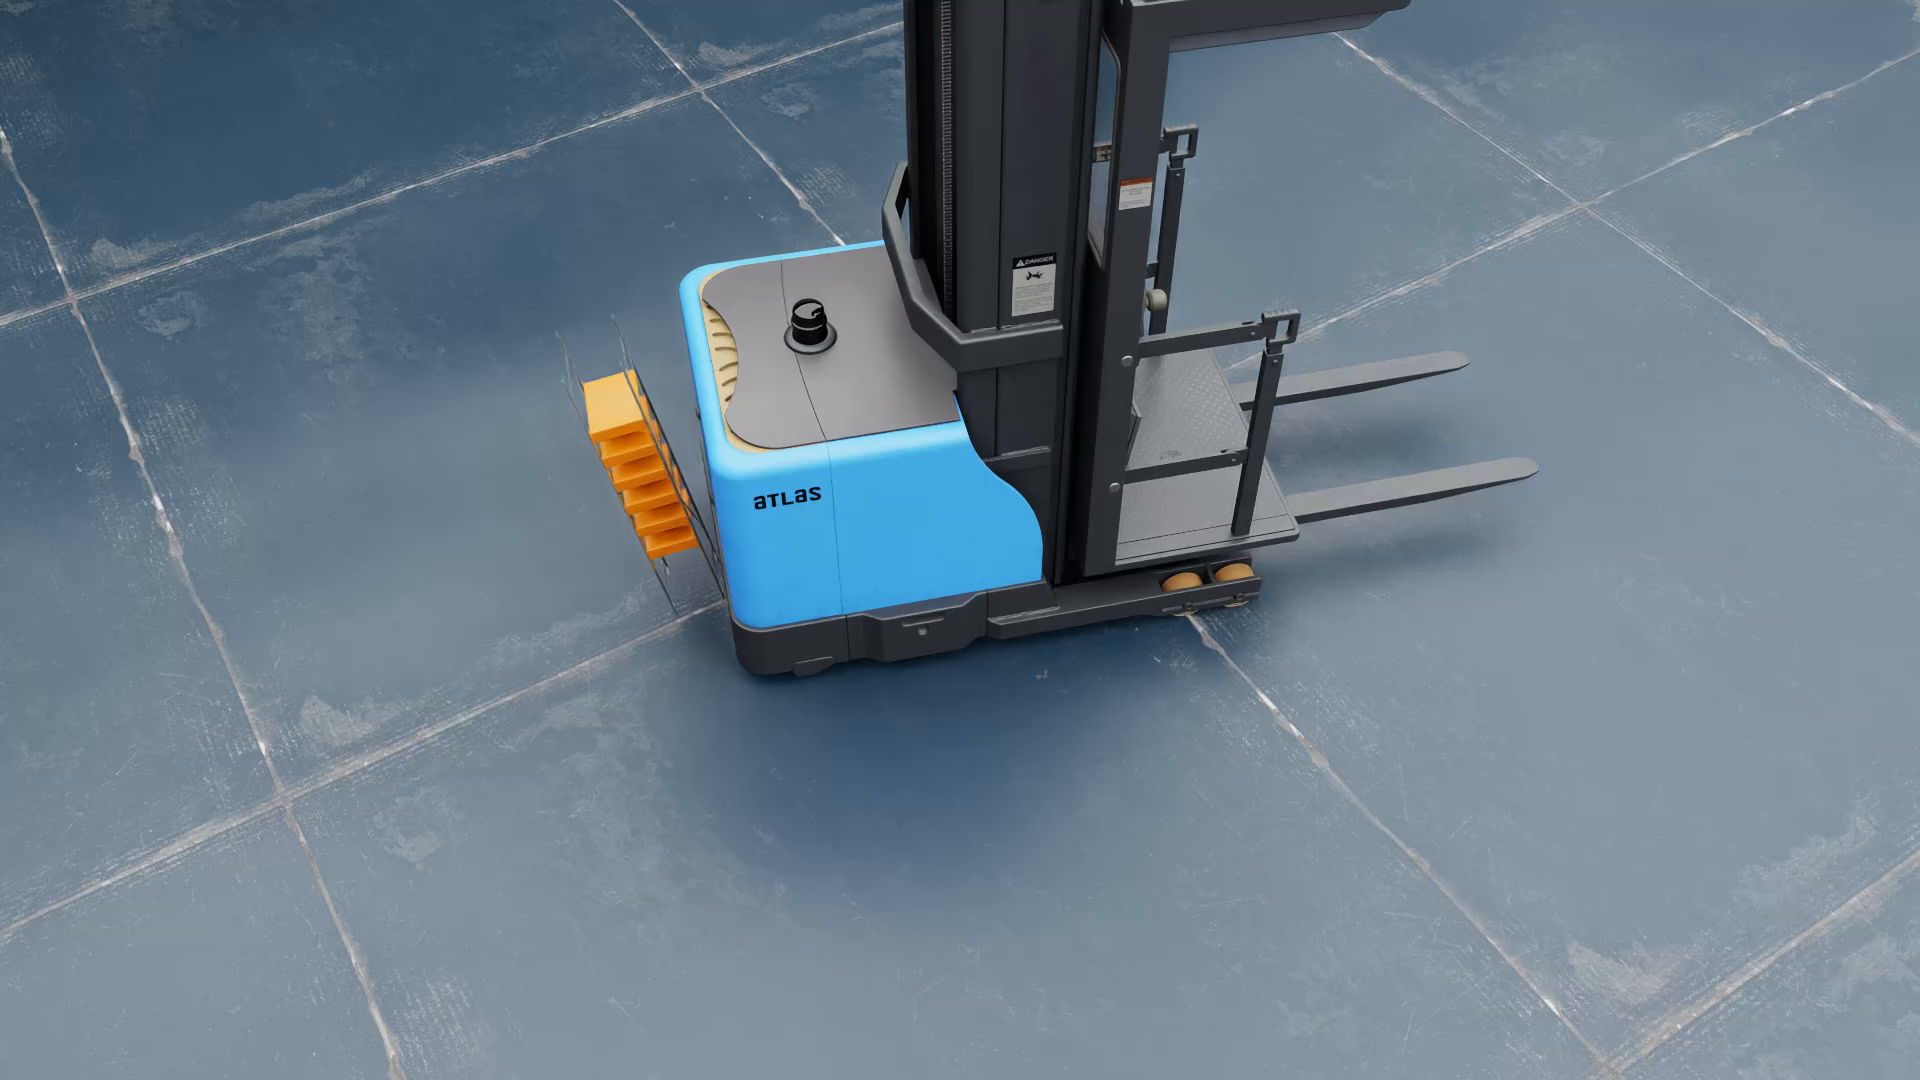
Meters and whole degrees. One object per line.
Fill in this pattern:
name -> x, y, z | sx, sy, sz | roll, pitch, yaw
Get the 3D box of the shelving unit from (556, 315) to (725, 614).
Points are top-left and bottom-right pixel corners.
shelving unit -> -1.063, -0.221, 5.633 | 0.189, 1.200, 0.258 | -16, 50, -2

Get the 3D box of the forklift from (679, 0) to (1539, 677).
forklift -> 0.607, -1.078, 5.247 | 3.031, 2.935, 1.130 | -10, 49, -8

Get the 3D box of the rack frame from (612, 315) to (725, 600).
rack frame -> -0.975, -0.247, 5.637 | 0.006, 1.200, 0.240 | -16, 50, -2

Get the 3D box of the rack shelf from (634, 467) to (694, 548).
rack shelf -> -1.037, -0.118, 5.759 | 0.180, 0.103, 0.258 | -16, 50, -2

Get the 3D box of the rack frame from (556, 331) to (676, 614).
rack frame -> -1.151, -0.196, 5.630 | 0.006, 1.200, 0.240 | -16, 50, -2

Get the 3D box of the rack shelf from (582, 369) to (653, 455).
rack shelf -> -1.113, -0.420, 5.393 | 0.180, 0.103, 0.258 | -16, 50, -2

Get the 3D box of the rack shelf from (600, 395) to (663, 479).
rack shelf -> -1.094, -0.344, 5.484 | 0.180, 0.103, 0.258 | -16, 50, -2

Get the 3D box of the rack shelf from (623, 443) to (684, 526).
rack shelf -> -1.056, -0.194, 5.667 | 0.180, 0.103, 0.258 | -16, 50, -2

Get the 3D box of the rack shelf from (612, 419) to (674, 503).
rack shelf -> -1.075, -0.269, 5.576 | 0.180, 0.103, 0.258 | -16, 50, -2

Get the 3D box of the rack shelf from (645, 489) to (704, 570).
rack shelf -> -1.018, -0.043, 5.850 | 0.180, 0.103, 0.258 | -16, 50, -2
